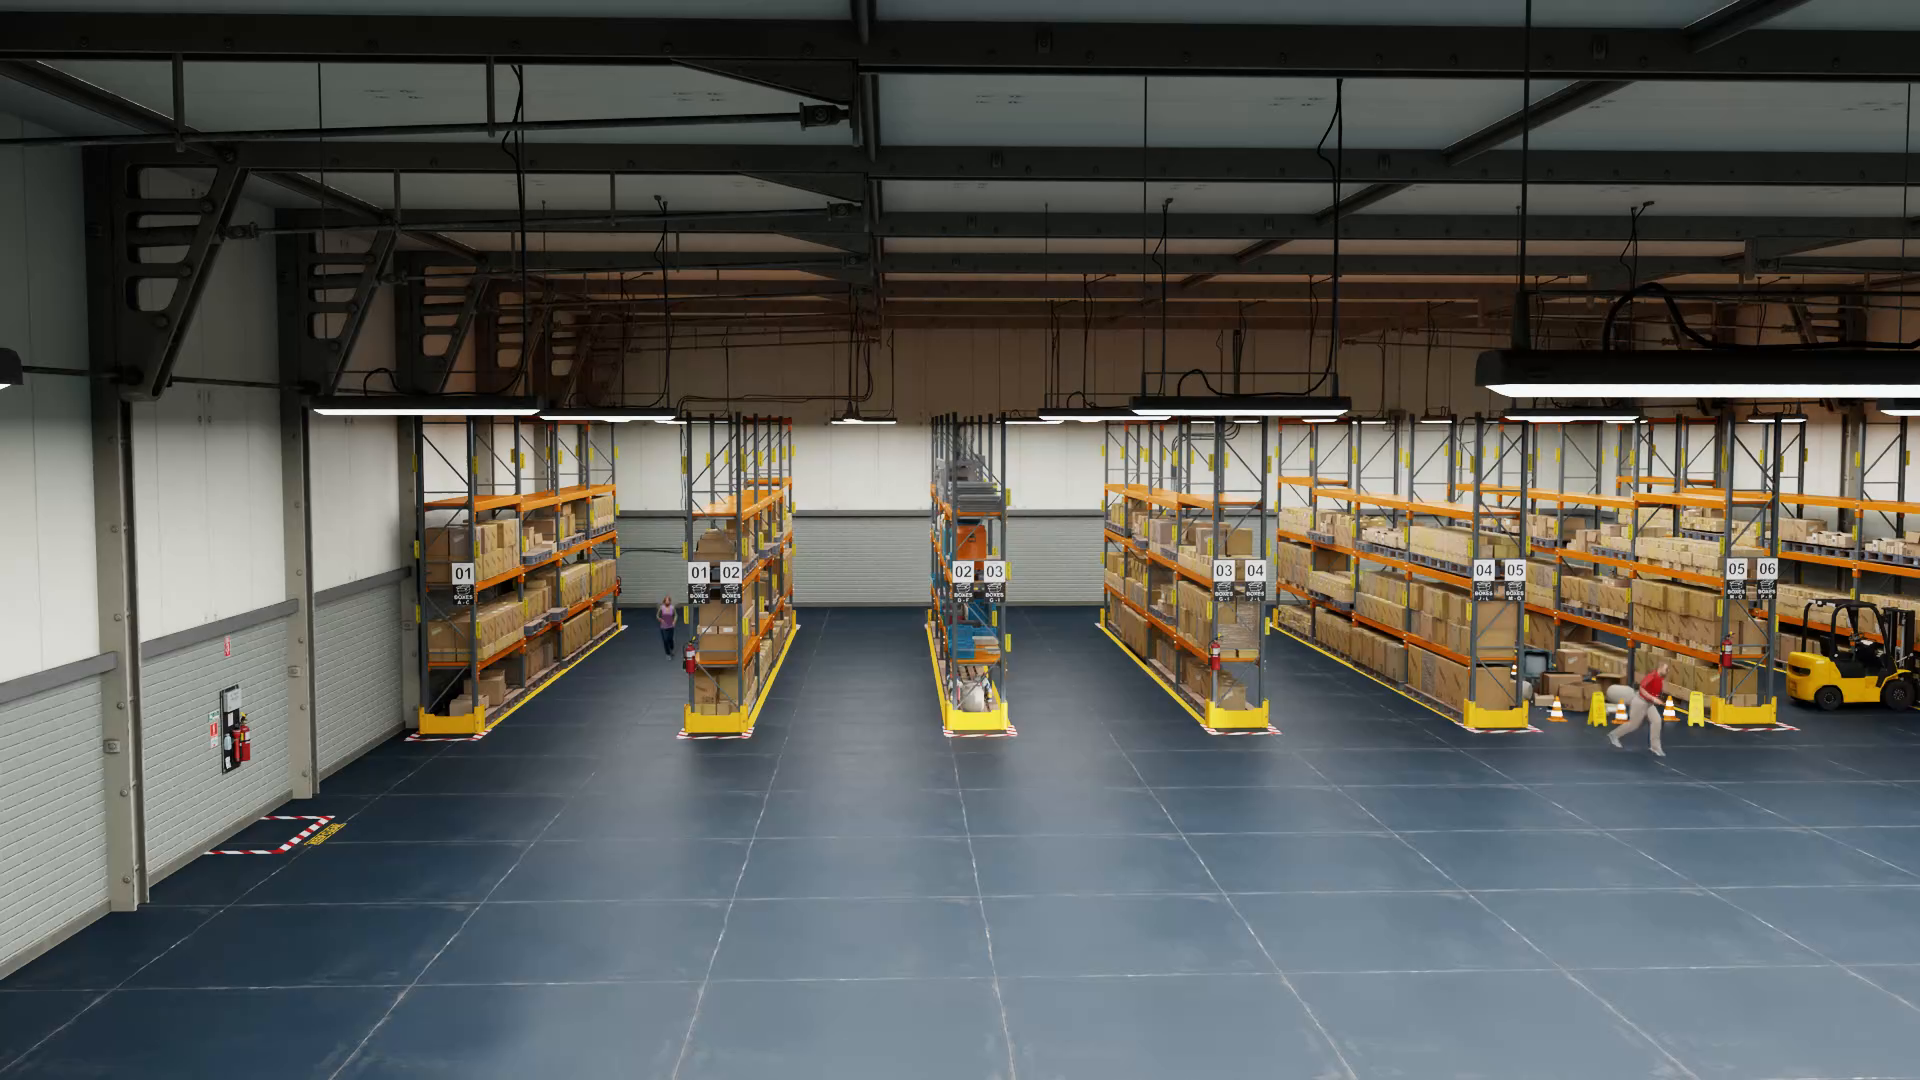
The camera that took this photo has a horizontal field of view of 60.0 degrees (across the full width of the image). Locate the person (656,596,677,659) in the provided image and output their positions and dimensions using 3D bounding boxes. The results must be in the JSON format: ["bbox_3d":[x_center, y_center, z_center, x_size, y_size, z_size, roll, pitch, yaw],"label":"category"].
[{"bbox_3d":[-7.191,2.163,40.800,0.519,1.565,0.551,-1,4,-12],"label":"person"}]

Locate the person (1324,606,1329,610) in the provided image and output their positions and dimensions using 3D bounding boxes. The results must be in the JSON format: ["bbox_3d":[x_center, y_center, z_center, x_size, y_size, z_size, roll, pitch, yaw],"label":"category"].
[{"bbox_3d":[11.021,1.472,49.963,0.587,1.722,0.703,-3,5,-35],"label":"person"}]

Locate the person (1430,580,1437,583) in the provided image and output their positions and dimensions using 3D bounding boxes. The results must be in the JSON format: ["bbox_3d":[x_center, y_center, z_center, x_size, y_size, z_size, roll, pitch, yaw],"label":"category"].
[{"bbox_3d":[12.138,1.912,42.819,0.671,1.783,0.884,0,4,-5],"label":"person"}]

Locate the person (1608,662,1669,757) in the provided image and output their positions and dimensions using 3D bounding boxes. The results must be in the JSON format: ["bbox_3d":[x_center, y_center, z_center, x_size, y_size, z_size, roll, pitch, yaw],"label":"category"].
[{"bbox_3d":[11.926,2.940,29.200,1.009,1.694,0.703,3,5,39],"label":"person"}]
